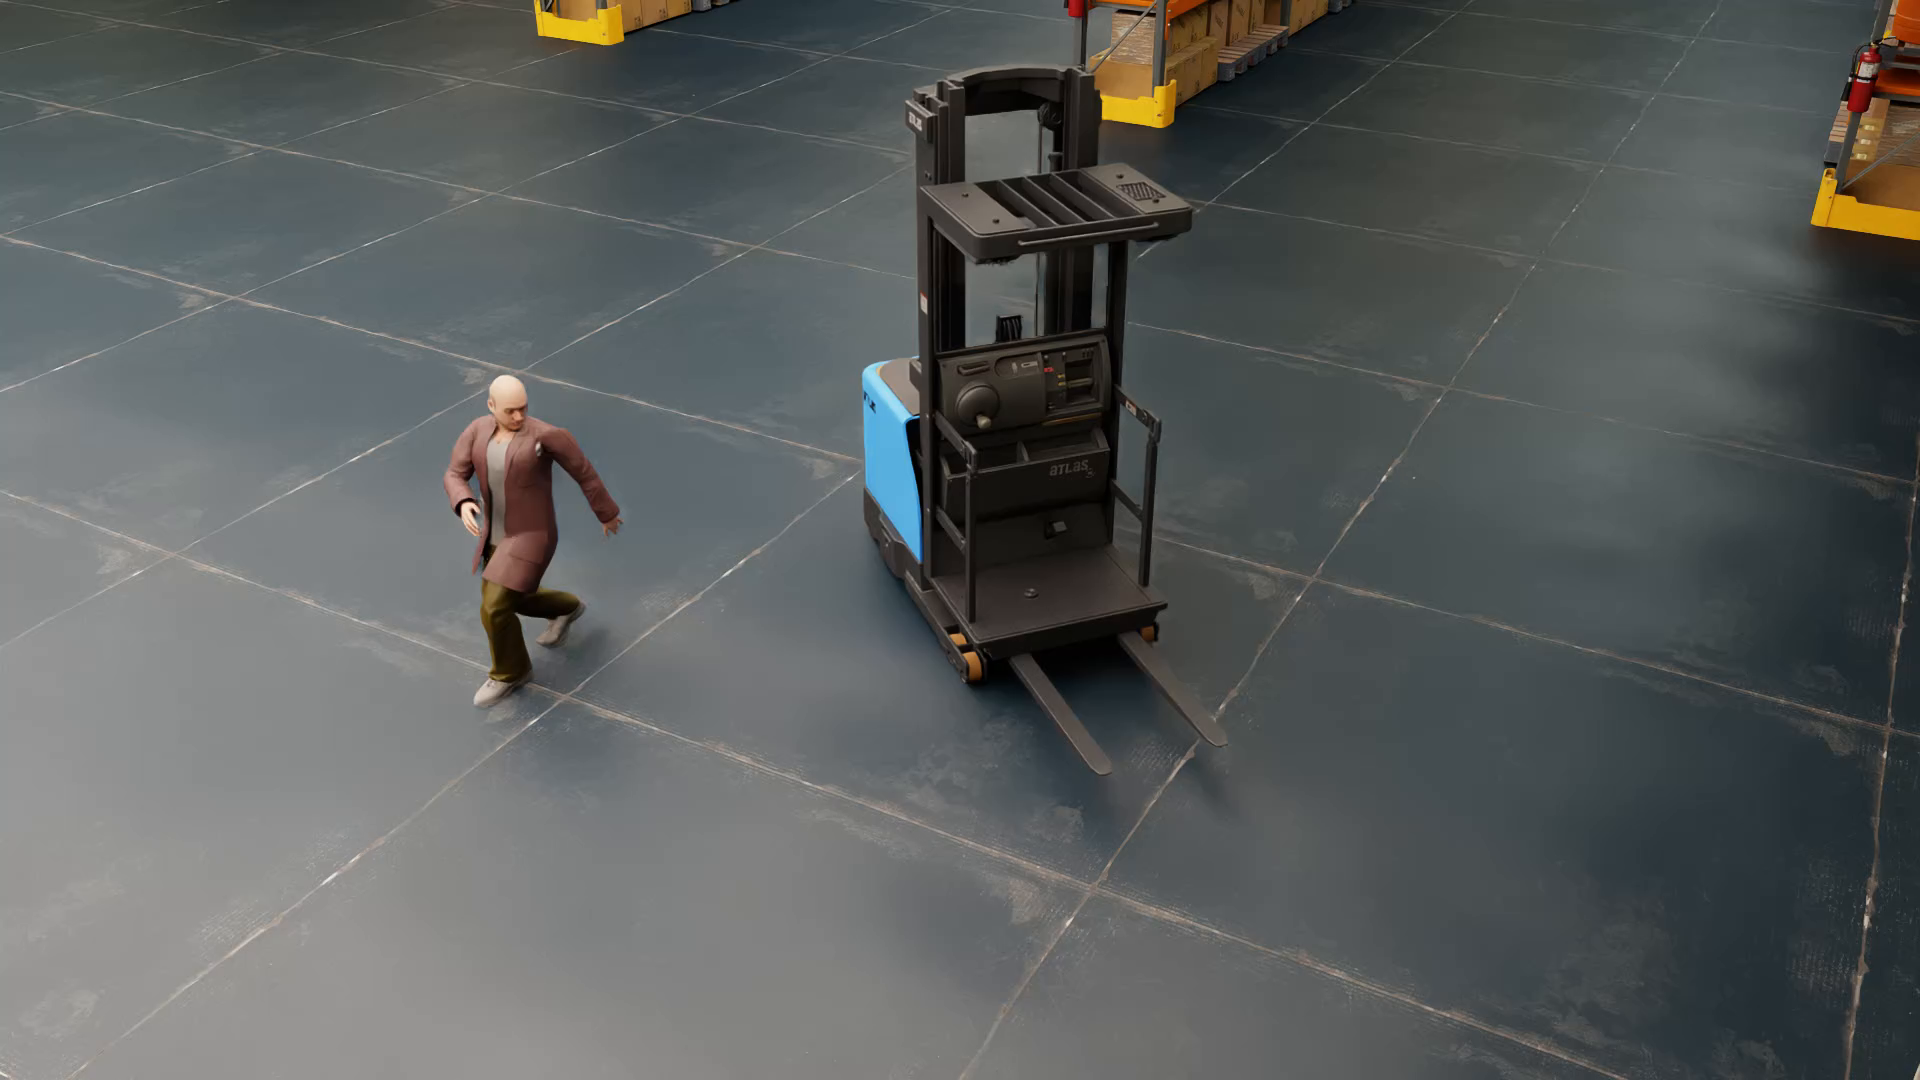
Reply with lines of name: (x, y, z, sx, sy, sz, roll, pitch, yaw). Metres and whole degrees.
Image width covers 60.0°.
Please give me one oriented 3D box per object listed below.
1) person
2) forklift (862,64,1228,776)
person: (-2.205, -0.038, 8.401, 0.646, 1.695, 0.890, 22, 37, 33)
forklift: (0.420, -0.756, 8.380, 1.130, 2.935, 3.031, -11, 32, -18)
